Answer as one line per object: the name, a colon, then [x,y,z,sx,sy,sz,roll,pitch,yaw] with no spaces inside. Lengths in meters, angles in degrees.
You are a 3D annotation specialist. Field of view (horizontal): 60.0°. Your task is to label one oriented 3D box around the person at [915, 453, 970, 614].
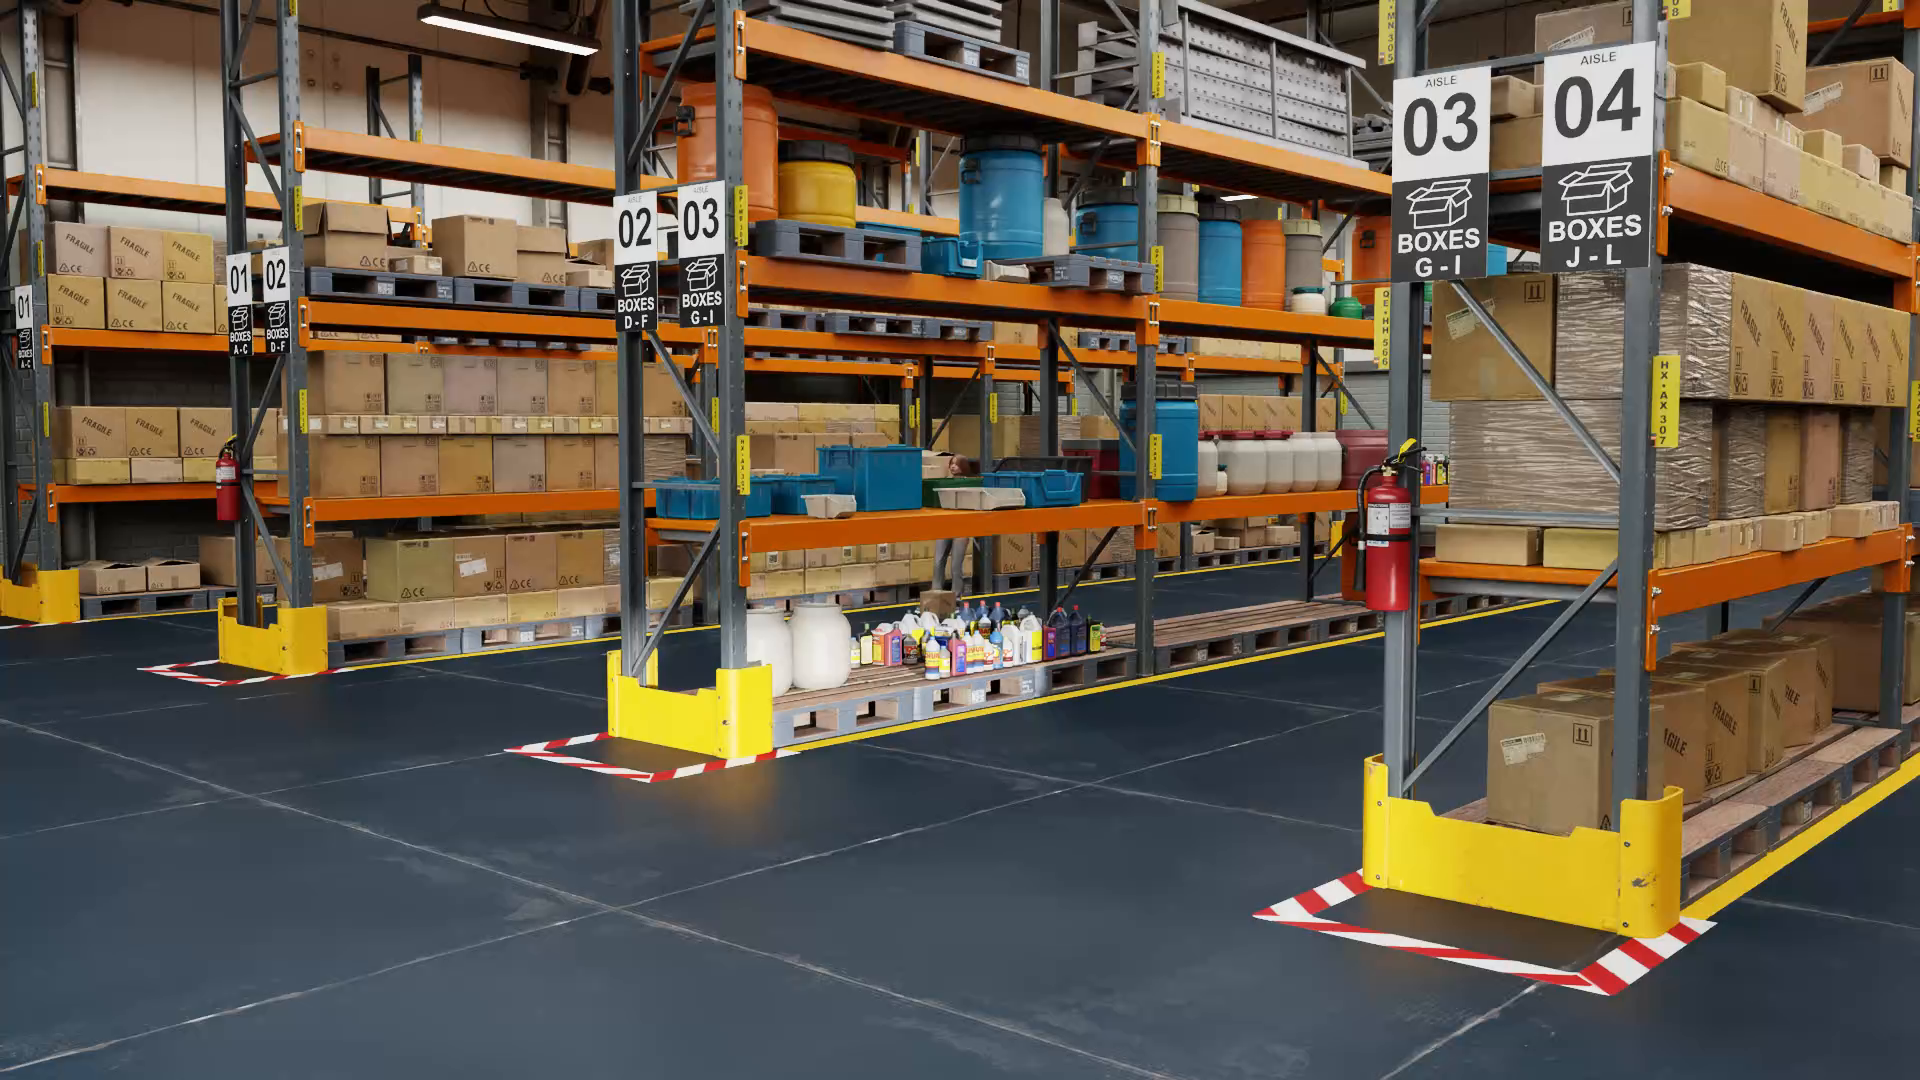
person: [-0.121,-0.058,16.462,0.519,1.597,0.475,3,5,42]
